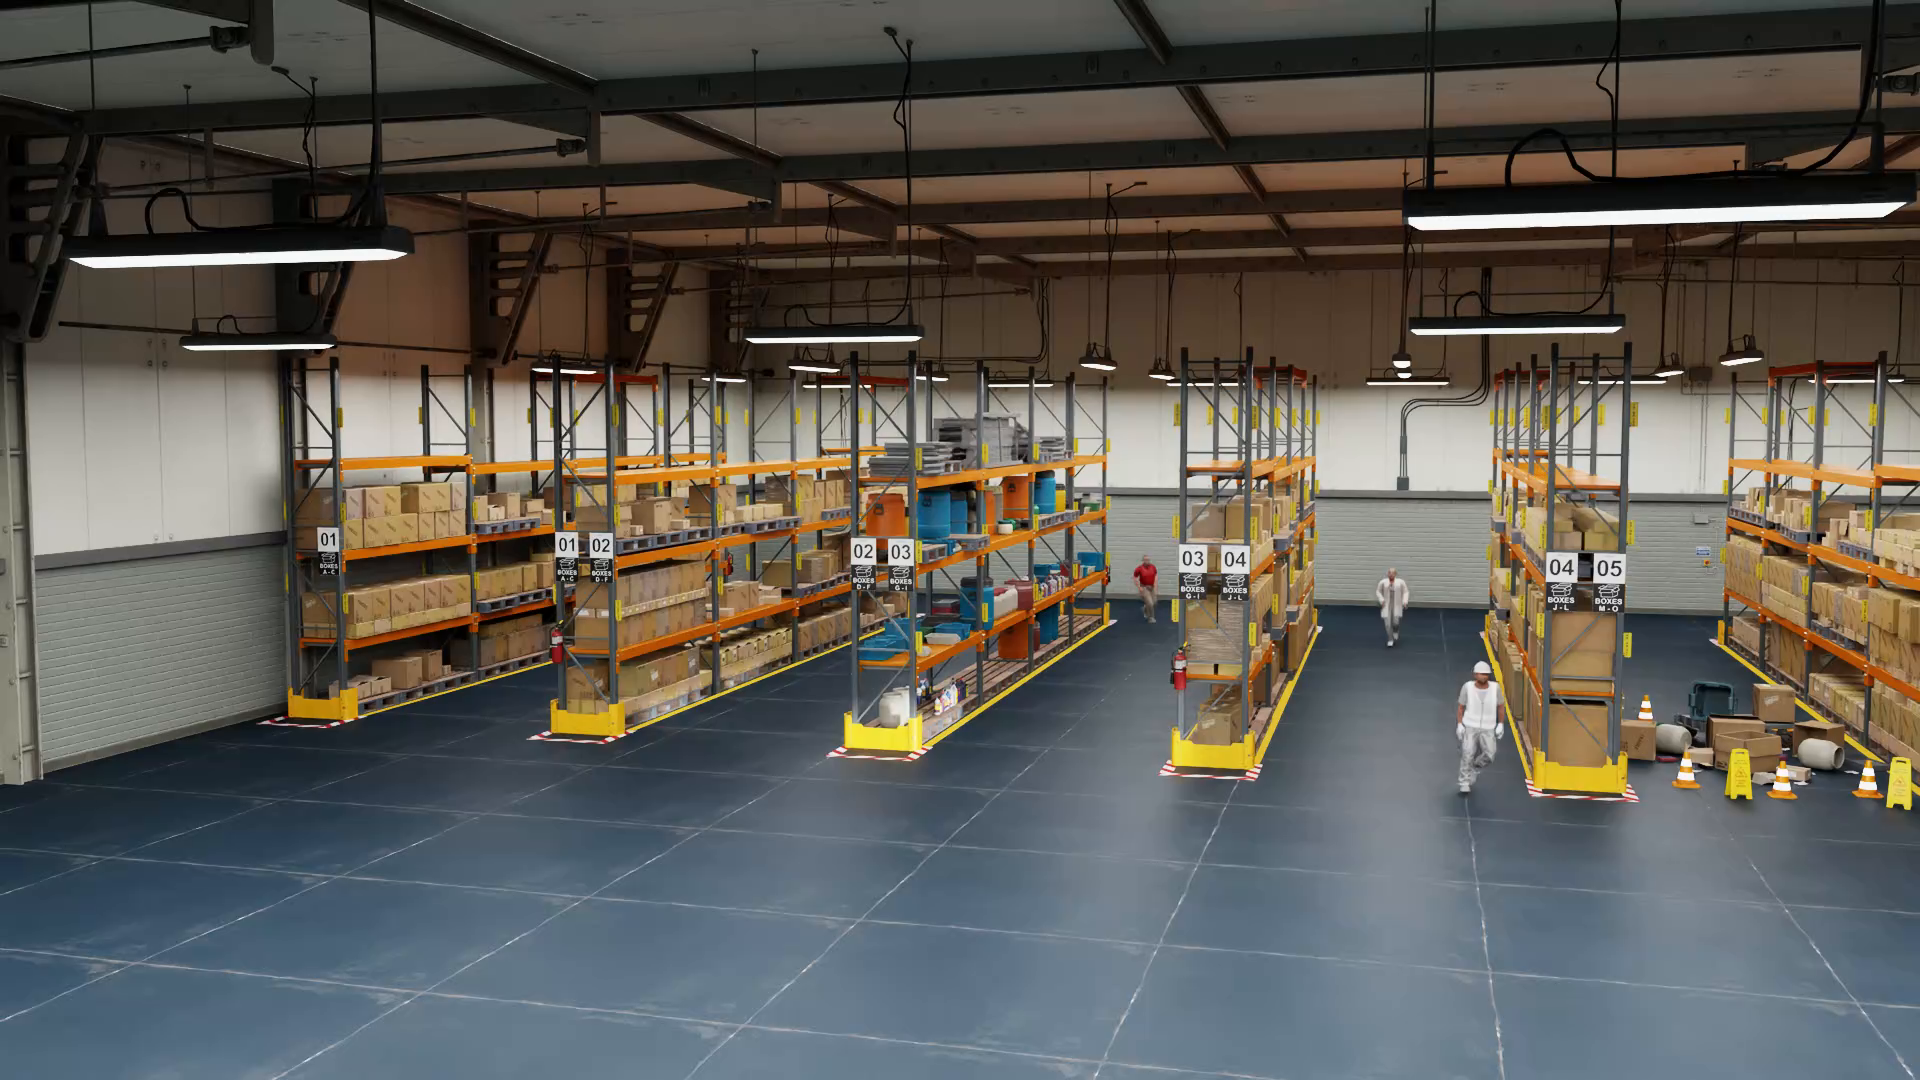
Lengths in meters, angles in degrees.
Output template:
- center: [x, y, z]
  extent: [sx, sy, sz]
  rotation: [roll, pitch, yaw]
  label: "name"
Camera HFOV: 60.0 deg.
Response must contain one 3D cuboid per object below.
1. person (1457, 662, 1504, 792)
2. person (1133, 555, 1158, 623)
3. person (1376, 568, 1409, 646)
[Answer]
- center: [6.922, 2.480, 22.151]
  extent: [0.614, 1.760, 0.566]
  rotation: [1, 4, 9]
  label: "person"
- center: [4.508, 1.190, 40.684]
  extent: [0.670, 1.664, 0.617]
  rotation: [-2, 5, -27]
  label: "person"
- center: [9.485, 1.565, 36.512]
  extent: [0.699, 1.527, 0.665]
  rotation: [1, 4, 14]
  label: "person"
